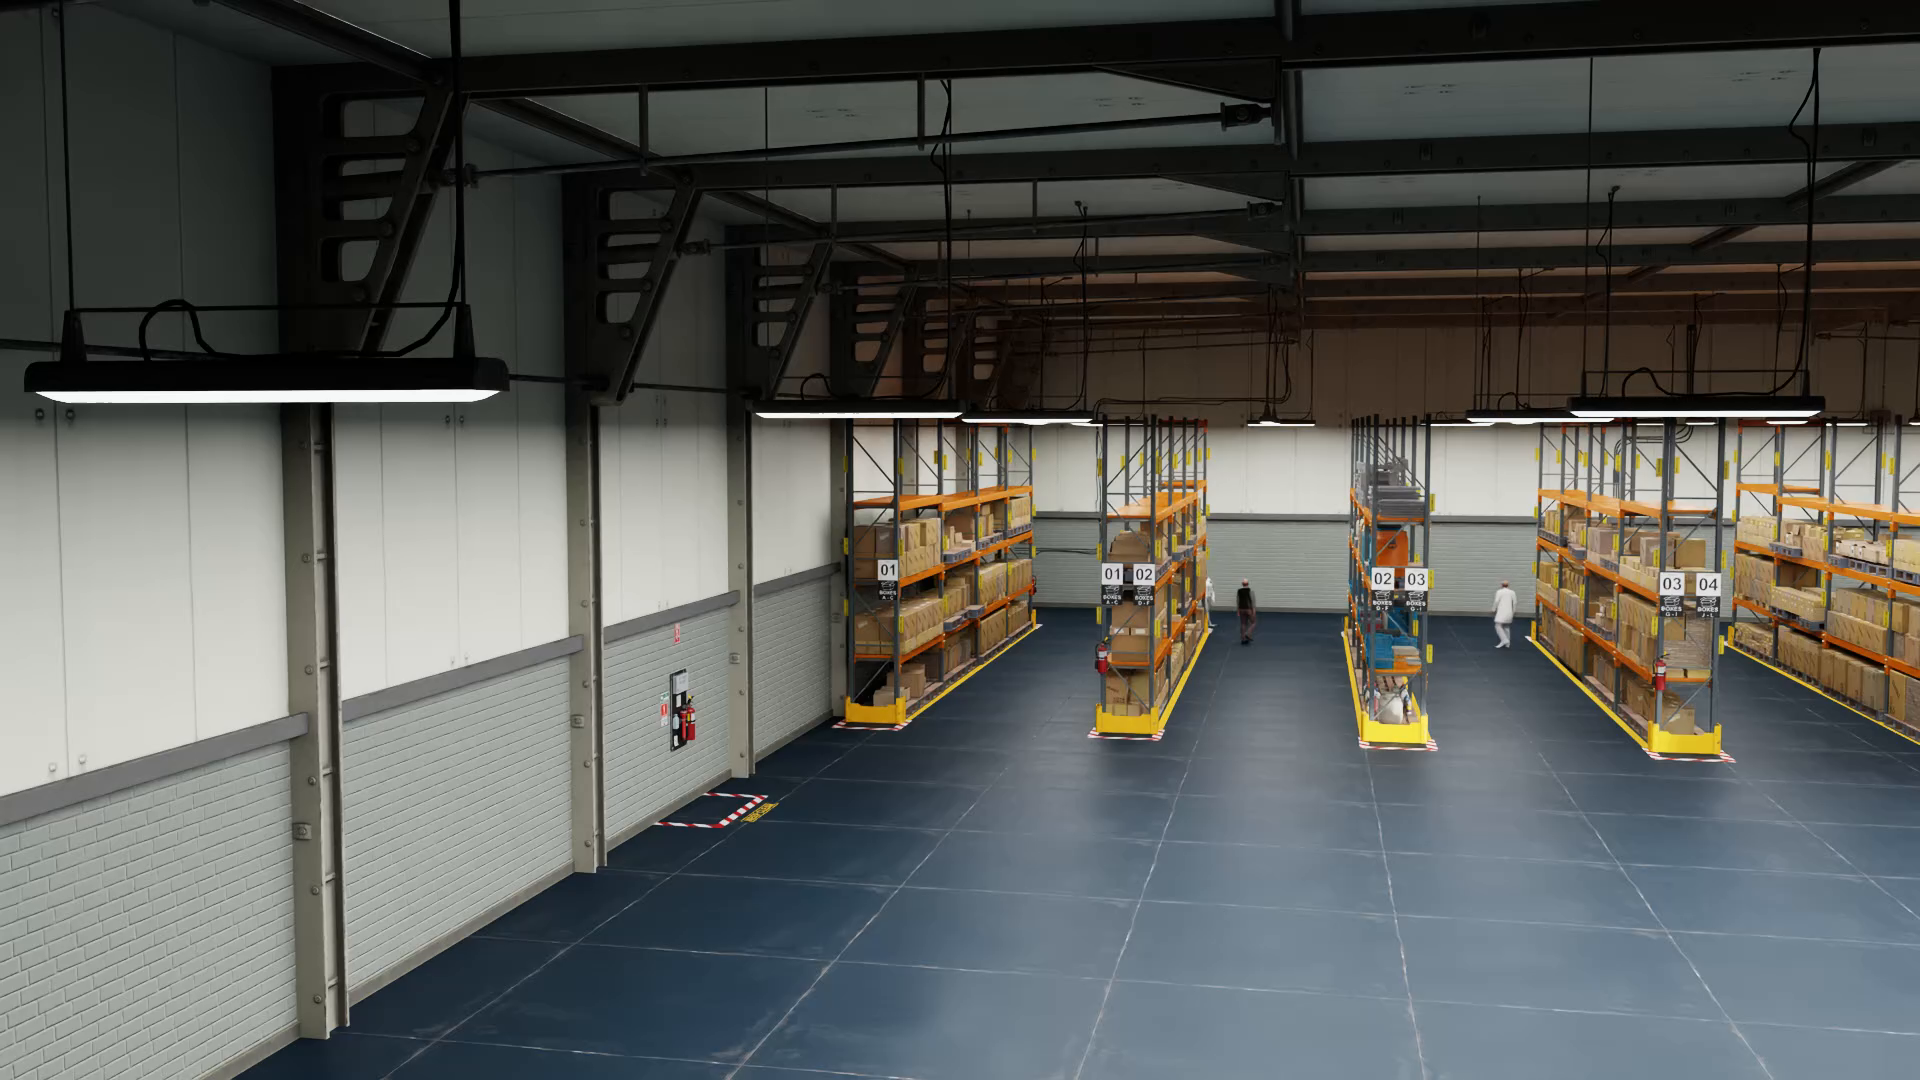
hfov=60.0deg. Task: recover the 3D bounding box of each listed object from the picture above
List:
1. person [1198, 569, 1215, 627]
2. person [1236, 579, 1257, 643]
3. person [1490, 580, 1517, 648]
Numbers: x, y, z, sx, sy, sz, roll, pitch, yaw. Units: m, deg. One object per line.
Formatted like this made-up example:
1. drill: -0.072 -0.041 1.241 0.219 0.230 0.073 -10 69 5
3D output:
1. person: 7.132 1.663 48.432 0.504 1.657 0.846 -2 4 -29
2. person: 7.639 1.902 44.445 0.580 1.717 0.489 2 5 33
3. person: 14.338 1.947 43.673 0.659 1.760 0.658 -1 4 -13
